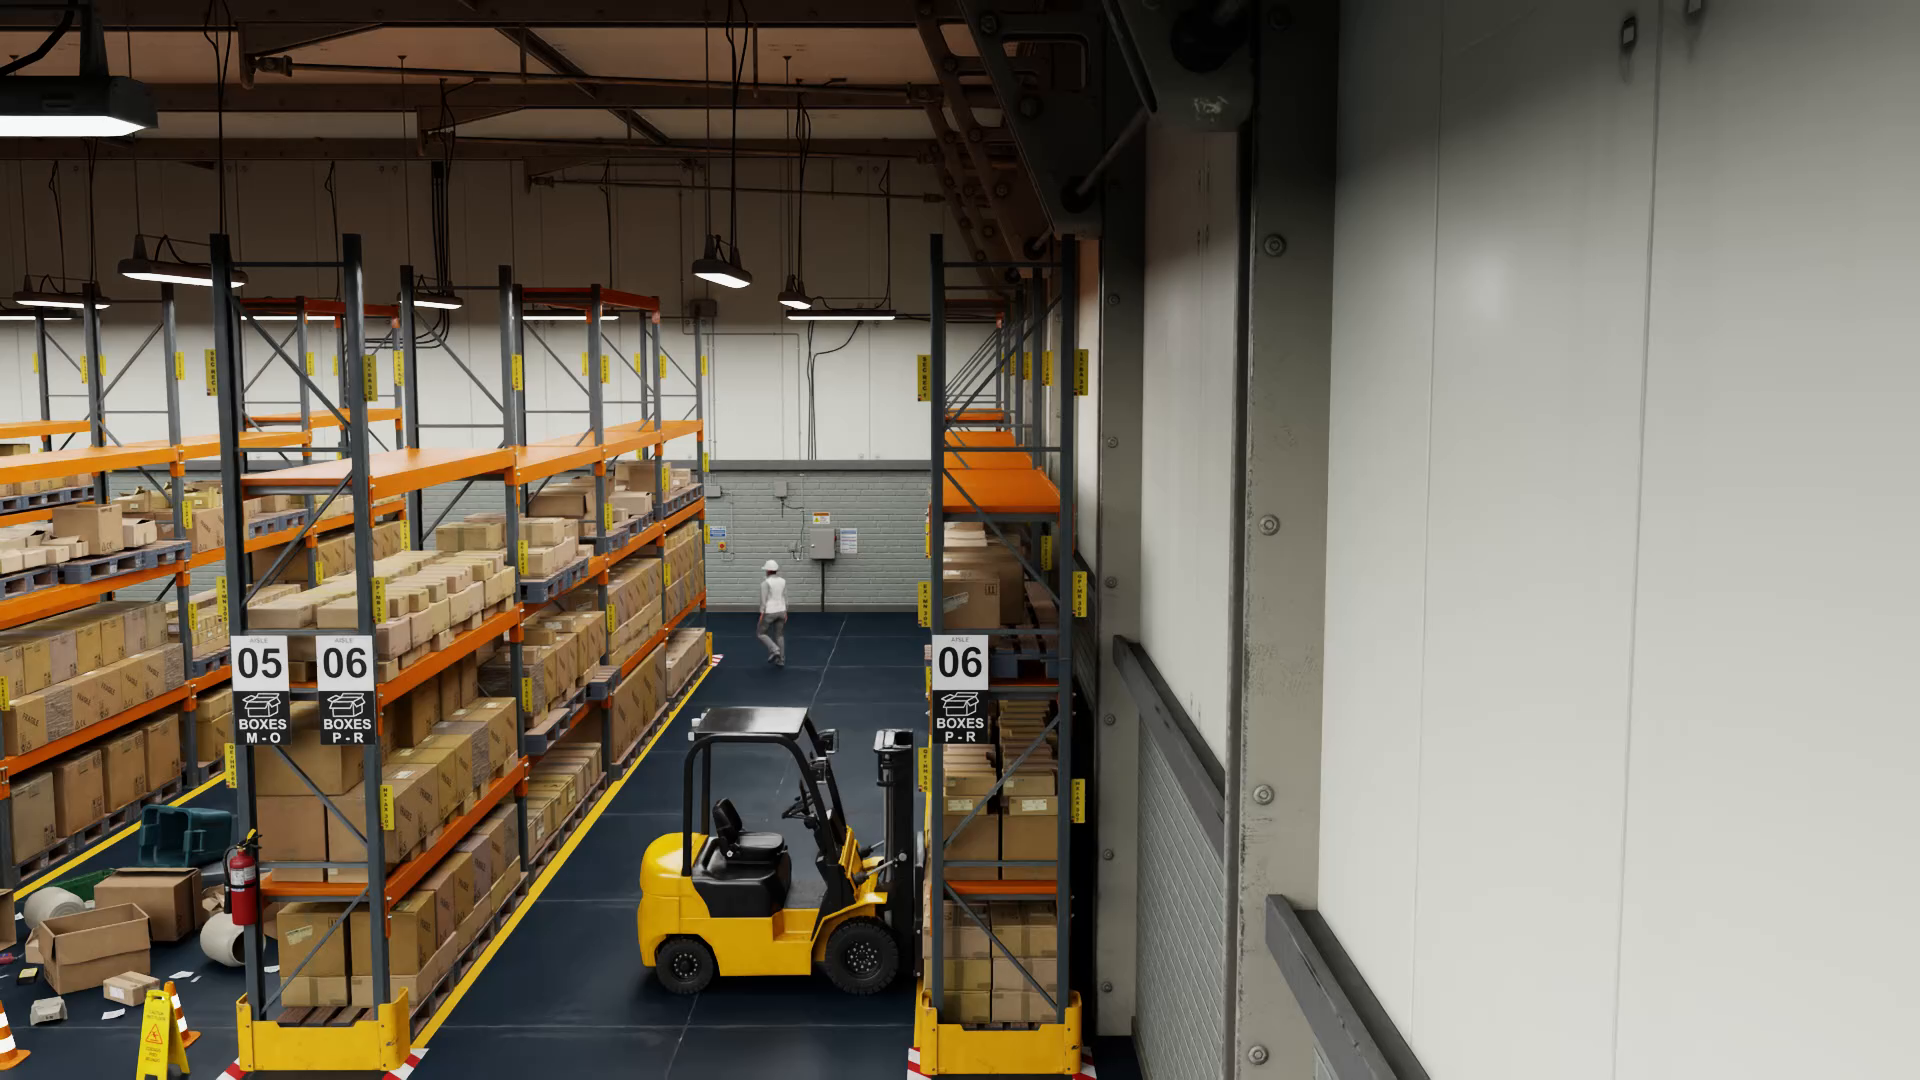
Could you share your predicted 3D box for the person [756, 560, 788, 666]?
[{"bbox_3d":[-3.094,1.220,27.703,0.588,1.769,0.513,-6,9,-43],"label":"person"}]
